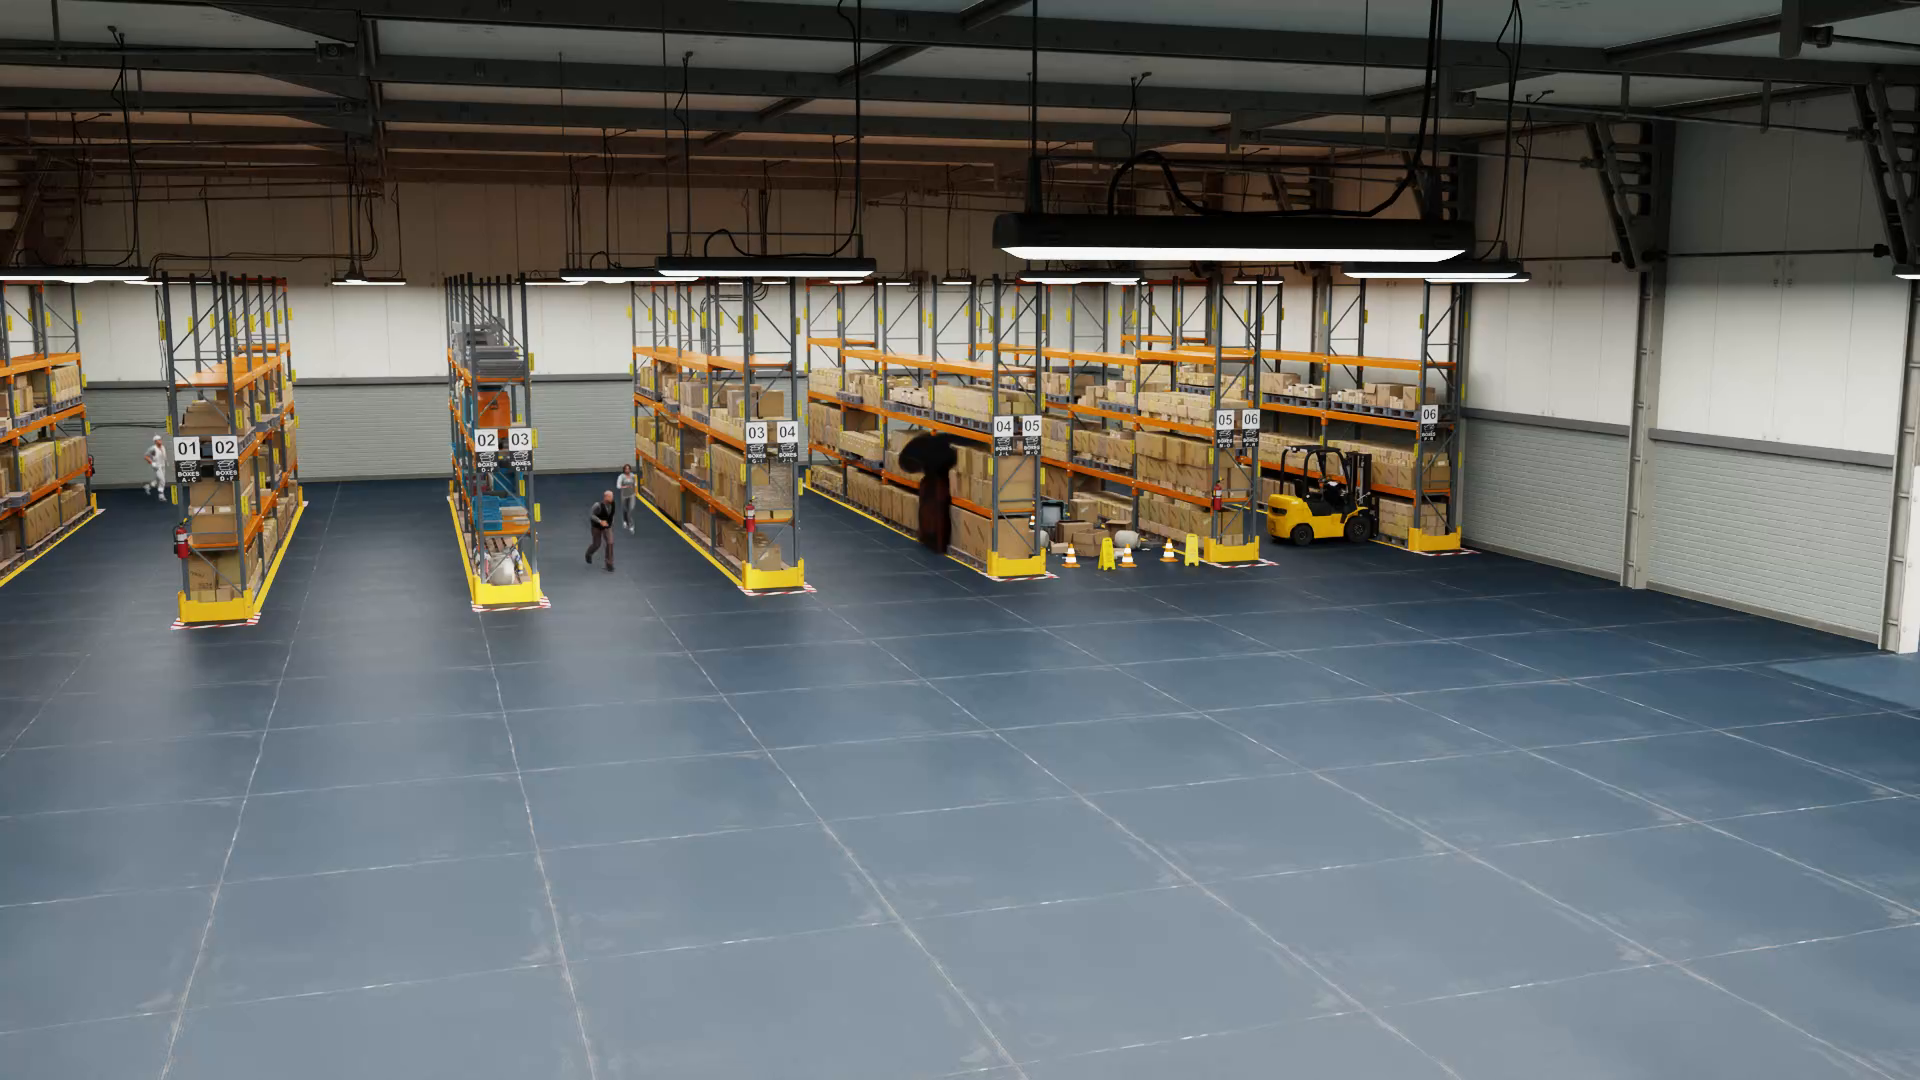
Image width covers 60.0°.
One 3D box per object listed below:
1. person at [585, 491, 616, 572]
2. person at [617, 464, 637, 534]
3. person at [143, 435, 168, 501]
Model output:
[{"bbox_3d":[-7.404,-0.213,34.173,1.012,1.678,0.691,8,12,43],"label":"person"},{"bbox_3d":[-7.846,-0.992,39.218,0.505,1.626,0.819,-3,9,-19],"label":"person"},{"bbox_3d":[-21.849,-1.955,45.174,0.780,1.787,0.669,2,9,14],"label":"person"}]
